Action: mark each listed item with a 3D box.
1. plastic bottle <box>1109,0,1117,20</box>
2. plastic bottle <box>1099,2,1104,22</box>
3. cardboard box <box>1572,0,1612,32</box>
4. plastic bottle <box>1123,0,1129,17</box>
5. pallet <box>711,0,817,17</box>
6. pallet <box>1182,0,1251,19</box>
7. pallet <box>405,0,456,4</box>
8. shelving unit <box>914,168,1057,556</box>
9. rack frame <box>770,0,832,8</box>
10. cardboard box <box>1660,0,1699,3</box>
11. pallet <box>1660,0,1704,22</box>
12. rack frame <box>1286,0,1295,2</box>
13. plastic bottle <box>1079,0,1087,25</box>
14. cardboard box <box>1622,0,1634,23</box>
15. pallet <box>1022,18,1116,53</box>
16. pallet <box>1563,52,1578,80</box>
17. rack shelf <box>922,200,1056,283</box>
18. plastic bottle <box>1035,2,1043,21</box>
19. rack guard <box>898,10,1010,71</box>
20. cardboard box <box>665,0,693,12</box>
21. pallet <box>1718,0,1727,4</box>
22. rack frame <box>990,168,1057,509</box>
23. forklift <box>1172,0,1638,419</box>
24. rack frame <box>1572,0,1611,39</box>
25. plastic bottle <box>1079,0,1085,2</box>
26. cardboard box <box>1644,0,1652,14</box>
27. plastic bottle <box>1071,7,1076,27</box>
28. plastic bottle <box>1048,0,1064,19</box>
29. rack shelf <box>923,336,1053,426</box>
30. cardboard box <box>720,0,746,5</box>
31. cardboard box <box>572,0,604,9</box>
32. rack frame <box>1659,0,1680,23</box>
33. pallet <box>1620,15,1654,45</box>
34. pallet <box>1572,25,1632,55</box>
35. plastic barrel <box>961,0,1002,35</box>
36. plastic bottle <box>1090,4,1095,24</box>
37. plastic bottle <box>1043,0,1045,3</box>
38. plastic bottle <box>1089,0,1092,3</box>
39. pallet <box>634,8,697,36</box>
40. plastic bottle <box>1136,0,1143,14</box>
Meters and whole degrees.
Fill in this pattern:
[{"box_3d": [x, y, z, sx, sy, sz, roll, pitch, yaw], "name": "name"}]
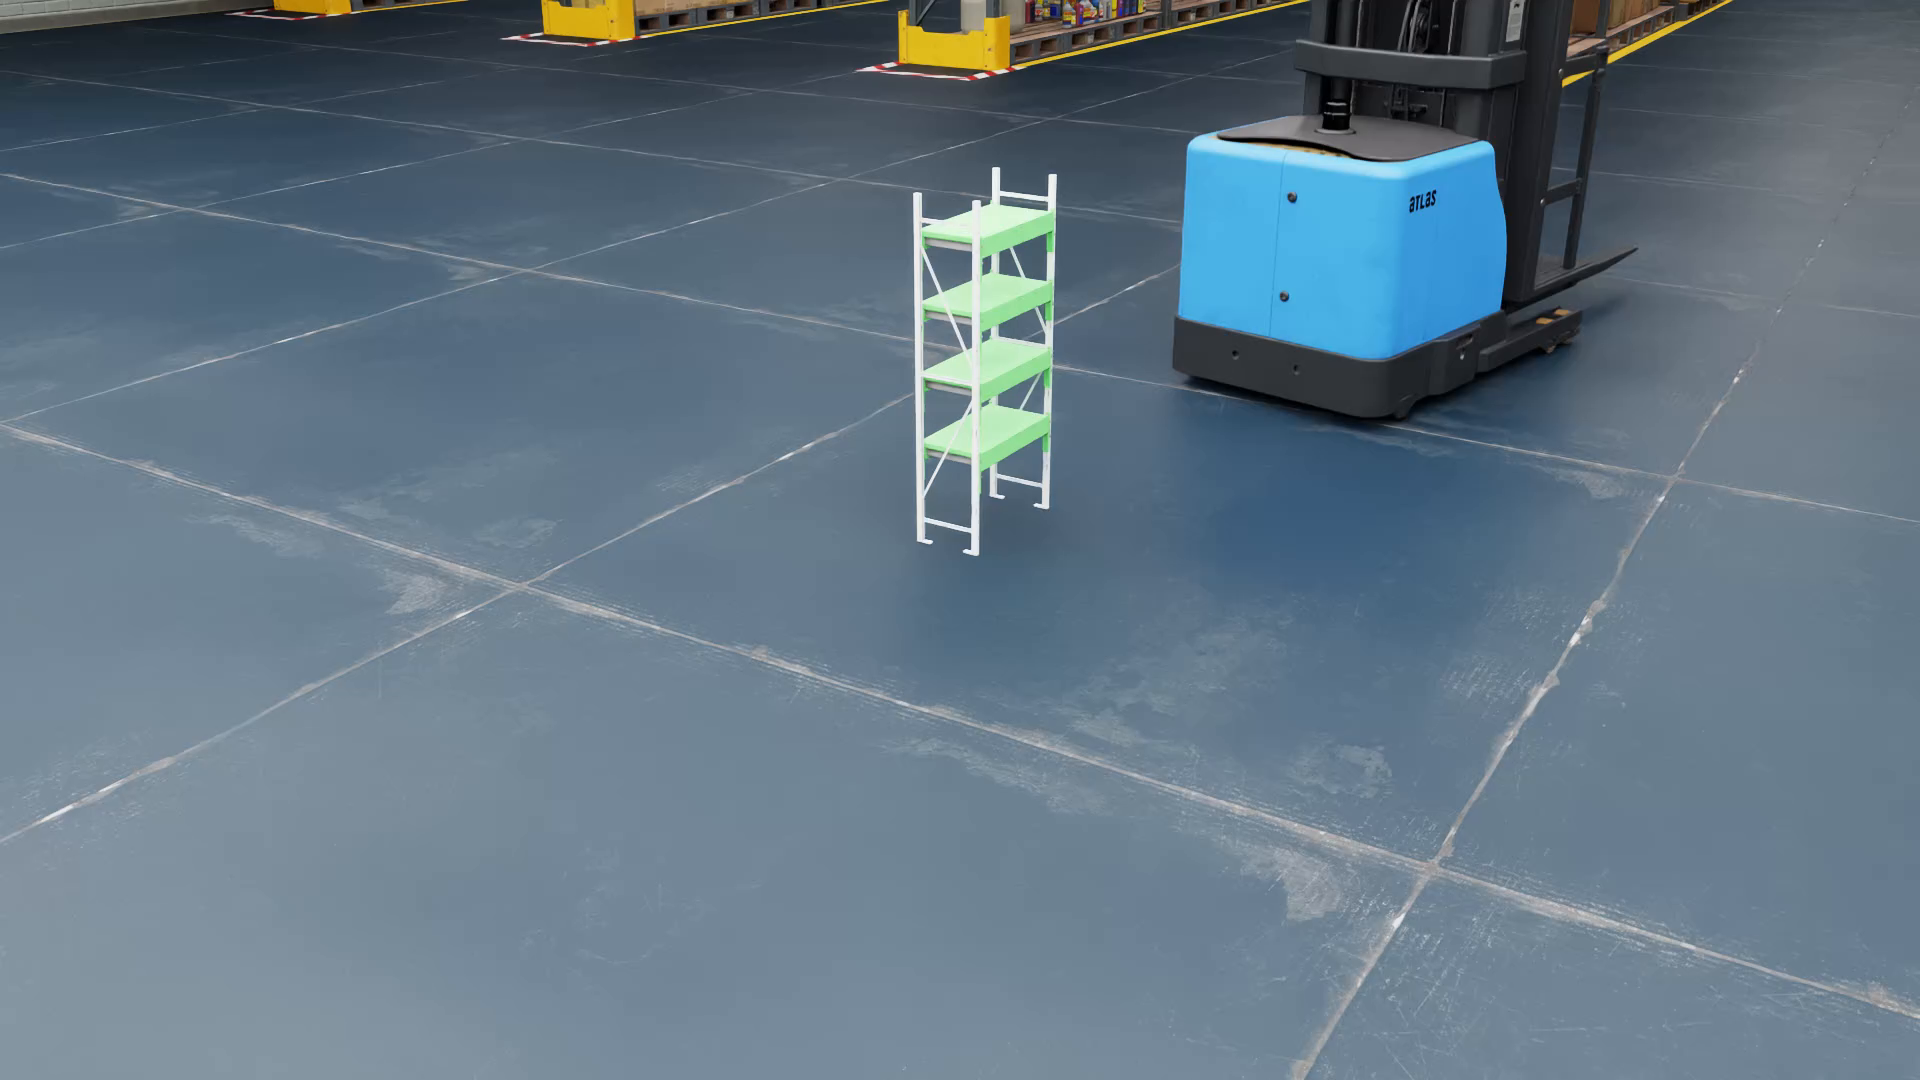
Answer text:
[{"box_3d": [1.680, -6.061, 18.756, 0.144, 0.351, 0.185, 14, 27, 29], "name": "plastic bottle"}, {"box_3d": [1.551, -5.893, 18.556, 0.097, 0.201, 0.097, 0, 23, 0], "name": "plastic bottle"}, {"box_3d": [6.596, -5.746, 17.840, 0.700, 0.500, 0.500, 12, 26, 25], "name": "cardboard box"}, {"box_3d": [1.850, -6.170, 19.008, 0.144, 0.351, 0.185, 12, 26, 26], "name": "plastic bottle"}, {"box_3d": [-2.615, -7.026, 21.715, 1.003, 0.211, 1.213, 14, 27, 29], "name": "pallet"}, {"box_3d": [3.070, -6.933, 21.500, 1.003, 0.211, 1.213, 14, 27, 29], "name": "pallet"}, {"box_3d": [-7.338, -7.675, 23.214, 1.003, 0.211, 1.213, 14, 27, 29], "name": "pallet"}, {"box_3d": [0.087, -0.606, 5.641, 0.258, 1.200, 0.503, 14, 27, 29], "name": "shelving unit"}, {"box_3d": [-2.160, -8.566, 21.761, 1.000, 3.000, 0.127, 14, 27, 29], "name": "rack frame"}, {"box_3d": [8.745, -7.285, 20.948, 1.225, 0.875, 0.875, 12, 26, 27], "name": "cardboard box"}, {"box_3d": [8.844, -6.809, 21.213, 1.003, 0.211, 1.213, 14, 27, 29], "name": "pallet"}, {"box_3d": [4.156, -8.876, 22.479, 1.000, 3.000, 0.127, 14, 27, 29], "name": "rack frame"}, {"box_3d": [1.338, -5.789, 18.226, 0.097, 0.271, 0.097, 0, 23, 0], "name": "plastic bottle"}, {"box_3d": [7.158, -6.092, 18.639, 0.700, 0.500, 0.500, 11, 26, 24], "name": "cardboard box"}, {"box_3d": [1.014, -5.615, 18.456, 1.003, 0.211, 1.213, 14, 27, 29], "name": "pallet"}, {"box_3d": [5.287, -4.561, 16.021, 1.003, 0.211, 1.213, 14, 27, 29], "name": "pallet"}, {"box_3d": [0.087, -0.988, 5.475, 0.258, 0.148, 0.480, 14, 27, 29], "name": "rack shelf"}, {"box_3d": [0.878, -5.912, 18.600, 0.097, 0.201, 0.097, 0, 23, 0], "name": "plastic bottle"}, {"box_3d": [-0.064, -5.065, 16.820, 1.175, 0.500, 0.348, 14, 27, 29], "name": "rack guard"}, {"box_3d": [-3.538, -6.450, 19.807, 0.500, 0.250, 0.500, 14, 27, 29], "name": "cardboard box"}, {"box_3d": [10.131, -7.633, 23.116, 1.003, 0.211, 1.213, 14, 27, 29], "name": "pallet"}, {"box_3d": [0.216, -0.689, 5.831, 0.240, 1.200, 0.015, 14, 27, 29], "name": "rack frame"}, {"box_3d": [2.302, -2.338, 7.460, 1.130, 2.935, 3.031, 20, 30, 38], "name": "forklift"}, {"box_3d": [6.254, -6.489, 16.963, 1.000, 3.000, 0.127, 14, 27, 29], "name": "rack frame"}, {"box_3d": [1.390, -6.297, 19.301, 0.144, 0.351, 0.185, 14, 27, 29], "name": "plastic bottle"}, {"box_3d": [7.746, -6.473, 19.520, 0.700, 0.500, 0.500, 11, 26, 25], "name": "cardboard box"}, {"box_3d": [1.212, -5.676, 18.054, 0.097, 0.201, 0.097, 0, 23, 0], "name": "plastic bottle"}, {"box_3d": [1.083, -6.063, 18.855, 0.152, 0.276, 0.135, 14, 27, 29], "name": "plastic bottle"}, {"box_3d": [0.087, -0.548, 5.666, 0.258, 0.148, 0.480, 14, 27, 29], "name": "rack shelf"}, {"box_3d": [-3.006, -6.787, 20.584, 0.500, 0.250, 0.500, 14, 27, 29], "name": "cardboard box"}, {"box_3d": [-4.238, -6.389, 19.666, 0.500, 0.250, 0.500, 14, 27, 29], "name": "cardboard box"}, {"box_3d": [8.364, -7.839, 20.081, 1.000, 3.000, 0.127, 14, 27, 29], "name": "rack frame"}, {"box_3d": [7.306, -5.885, 19.079, 1.003, 0.211, 1.213, 14, 27, 29], "name": "pallet"}, {"box_3d": [6.663, -5.472, 18.124, 1.003, 0.211, 1.213, 14, 27, 29], "name": "pallet"}, {"box_3d": [0.218, -5.466, 17.203, 0.421, 0.512, 0.421, 0, 23, 0], "name": "plastic barrel"}, {"box_3d": [1.443, -5.824, 18.395, 0.097, 0.201, 0.097, 0, 23, 0], "name": "plastic bottle"}, {"box_3d": [0.944, -6.120, 18.892, 0.144, 0.351, 0.185, 14, 27, 29], "name": "plastic bottle"}, {"box_3d": [1.500, -5.998, 18.696, 0.061, 0.283, 0.133, 14, 27, 29], "name": "plastic bottle"}, {"box_3d": [-3.902, -6.203, 19.813, 1.003, 0.211, 1.213, 14, 27, 29], "name": "pallet"}, {"box_3d": [2.072, -6.250, 19.278, 0.061, 0.283, 0.133, 15, 28, 32], "name": "plastic bottle"}]
